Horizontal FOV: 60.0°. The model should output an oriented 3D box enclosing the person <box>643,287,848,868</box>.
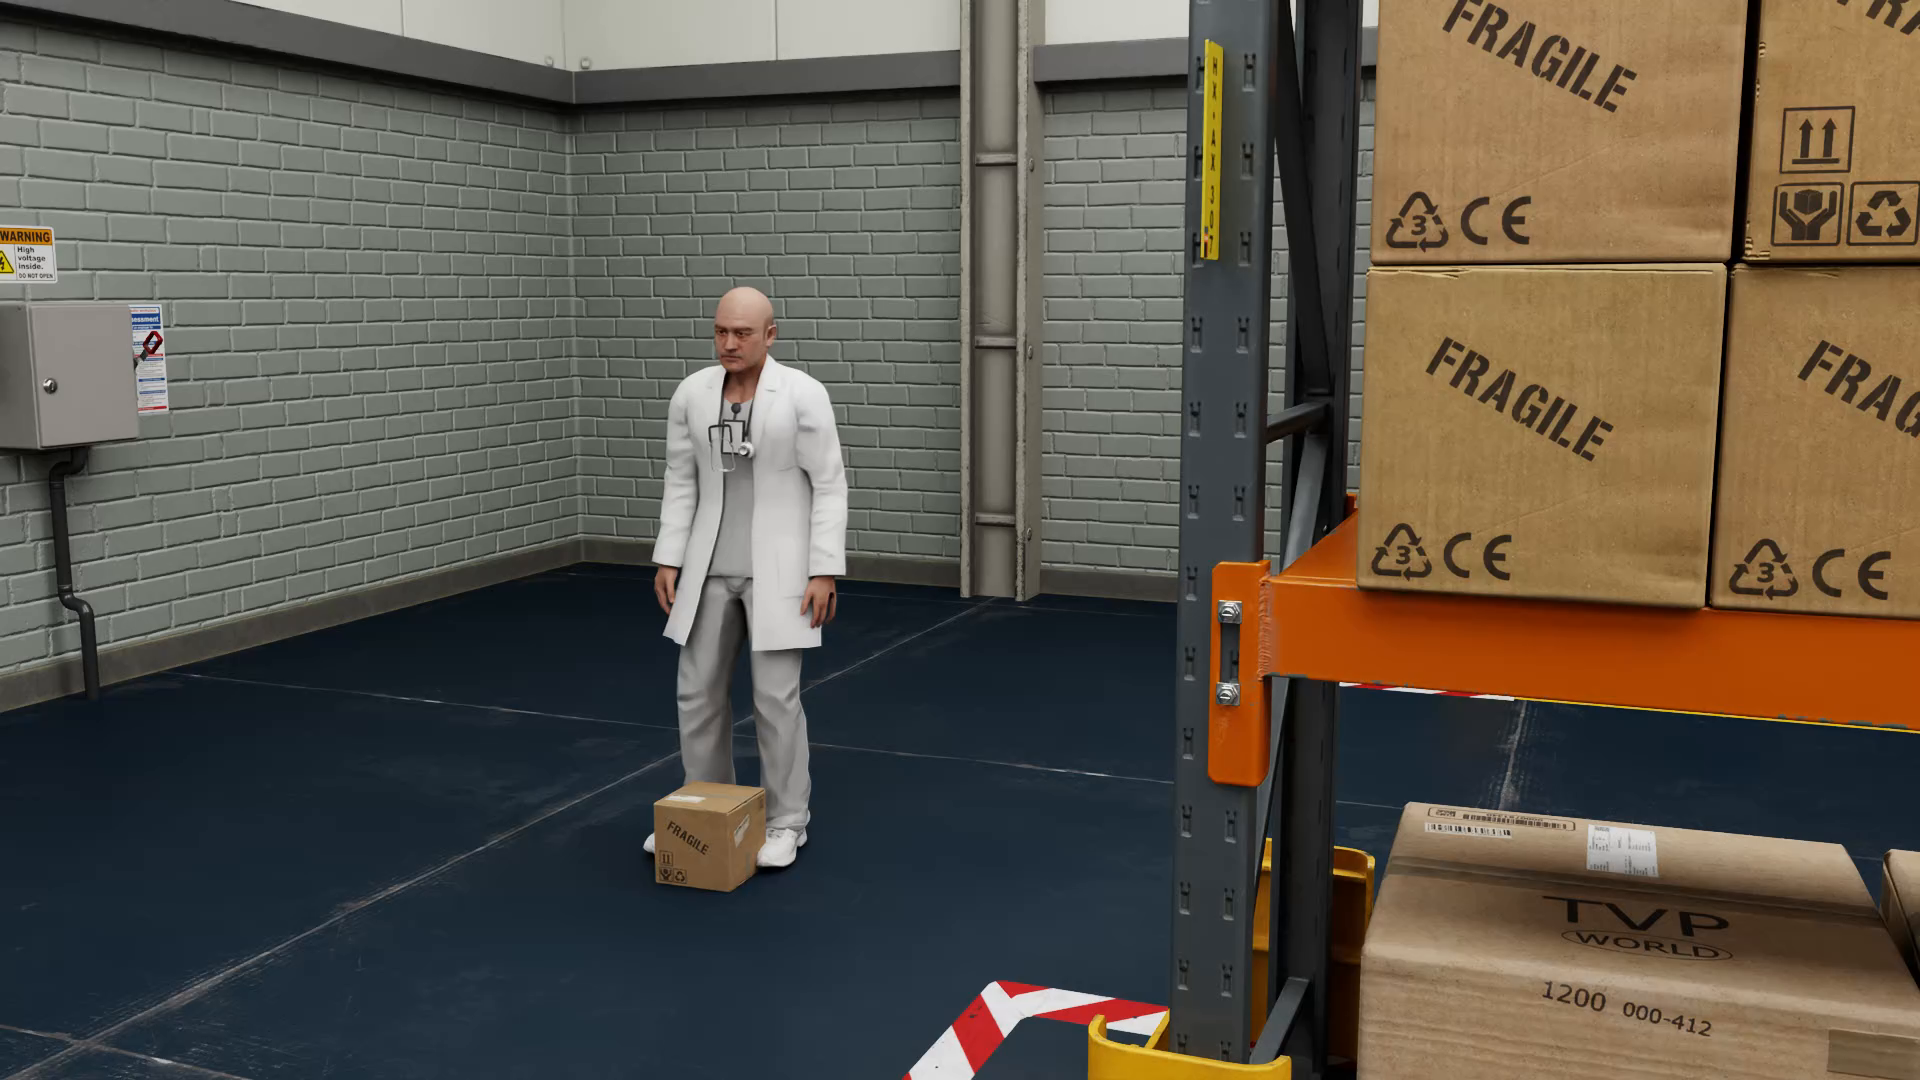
[{"bbox_3d":[-0.661,0.110,5.171,0.645,1.772,0.429,3,9,18],"label":"person"}]
